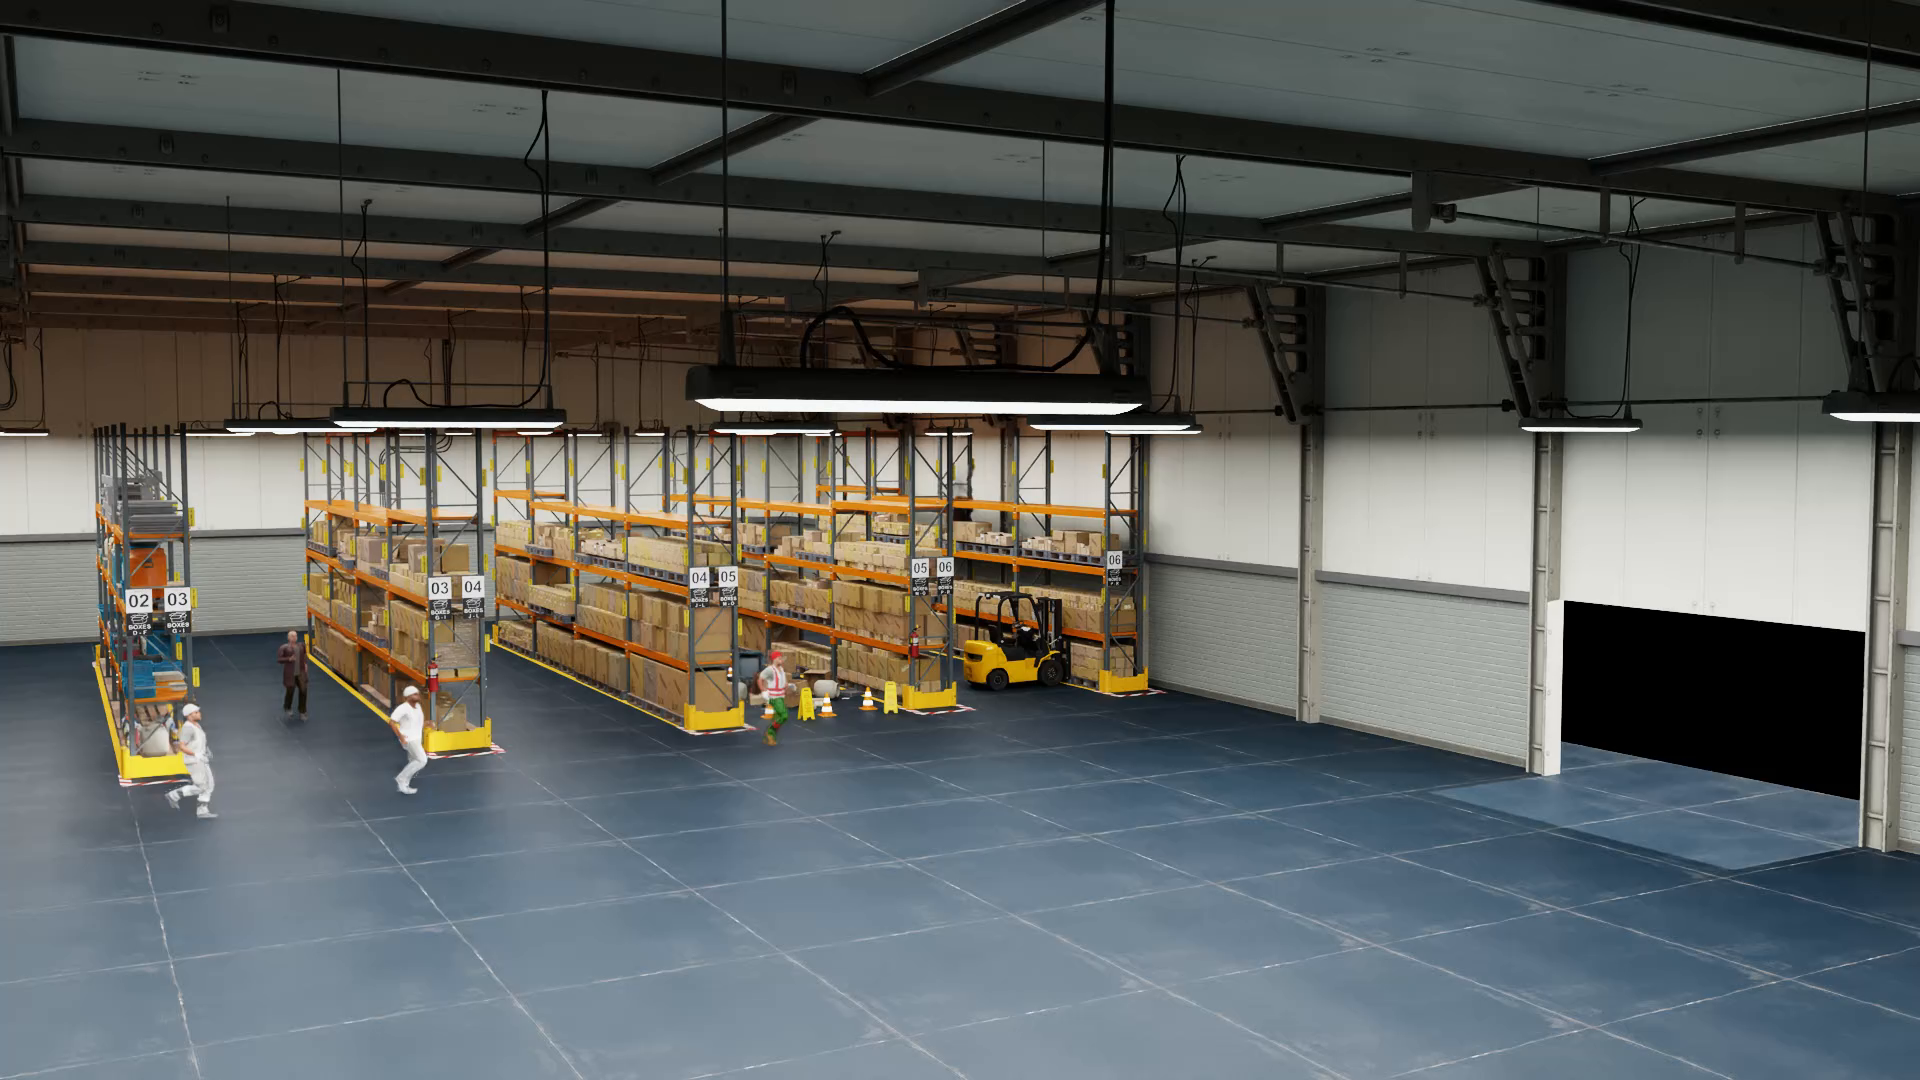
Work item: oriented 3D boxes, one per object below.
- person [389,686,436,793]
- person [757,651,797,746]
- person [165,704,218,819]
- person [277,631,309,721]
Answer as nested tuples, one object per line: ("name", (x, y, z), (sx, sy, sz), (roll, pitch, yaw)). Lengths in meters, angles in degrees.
("person", (-8.809, 3.221, 26.879), (0.600, 1.729, 0.677), (0, 3, 4))
("person", (-3.390, 2.953, 31.074), (0.644, 1.758, 0.655), (1, 4, 18))
("person", (-11.565, 3.335, 25.026), (0.718, 1.750, 0.655), (-1, 4, -12))
("person", (-13.621, 2.769, 33.991), (0.692, 1.841, 0.842), (-3, 5, -41))
